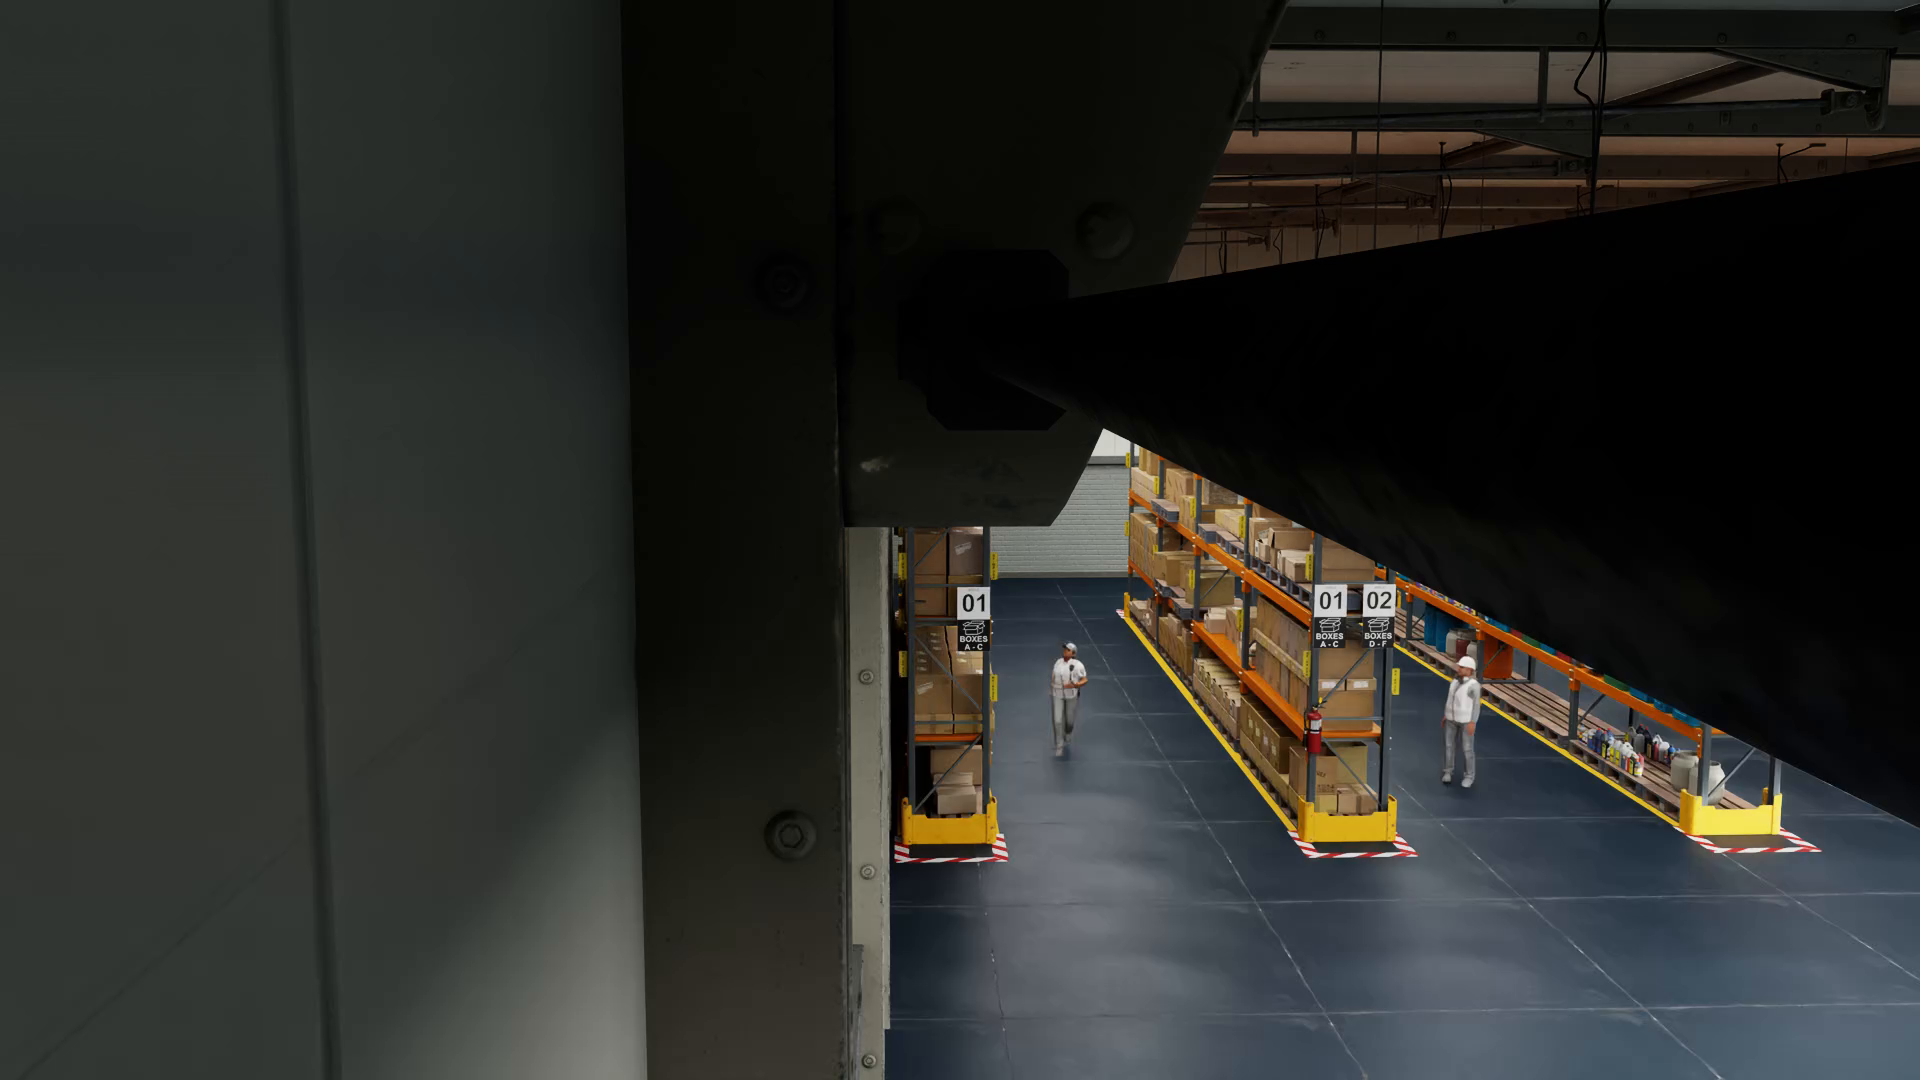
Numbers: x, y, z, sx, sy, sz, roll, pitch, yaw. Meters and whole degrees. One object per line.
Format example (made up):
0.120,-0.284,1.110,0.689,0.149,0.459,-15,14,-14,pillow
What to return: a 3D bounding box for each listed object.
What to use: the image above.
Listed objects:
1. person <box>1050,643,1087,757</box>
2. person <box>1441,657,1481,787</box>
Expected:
1.622,2.373,24.885,0.555,1.665,0.746,0,7,3,person
6.953,2.498,23.072,0.402,1.779,0.574,-7,10,-42,person
